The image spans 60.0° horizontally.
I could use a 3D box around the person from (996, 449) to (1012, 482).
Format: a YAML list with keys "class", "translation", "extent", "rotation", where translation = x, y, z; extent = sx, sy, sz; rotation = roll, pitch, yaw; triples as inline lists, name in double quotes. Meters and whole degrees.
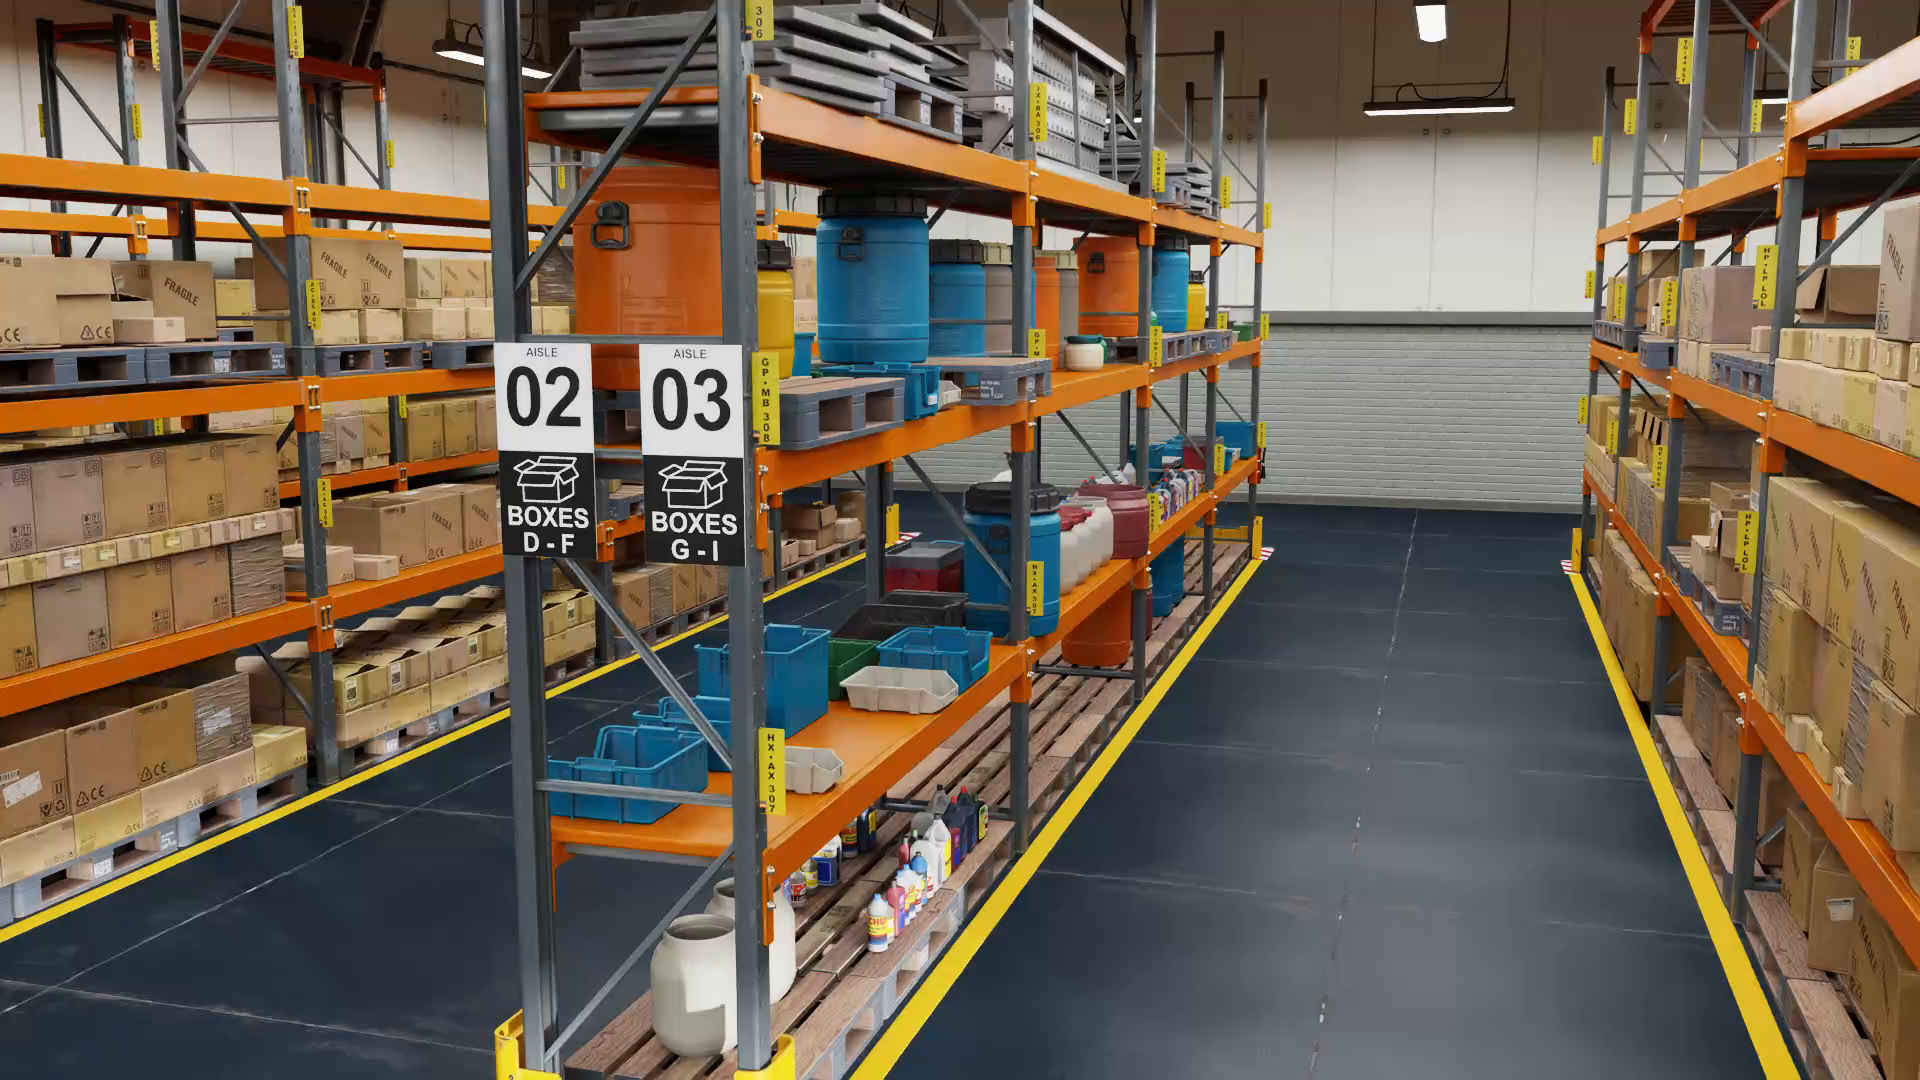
- class: "person"
  translation: [0.617, -0.209, 18.600]
  extent: [0.513, 1.637, 0.675]
  rotation: [3, 9, 21]
